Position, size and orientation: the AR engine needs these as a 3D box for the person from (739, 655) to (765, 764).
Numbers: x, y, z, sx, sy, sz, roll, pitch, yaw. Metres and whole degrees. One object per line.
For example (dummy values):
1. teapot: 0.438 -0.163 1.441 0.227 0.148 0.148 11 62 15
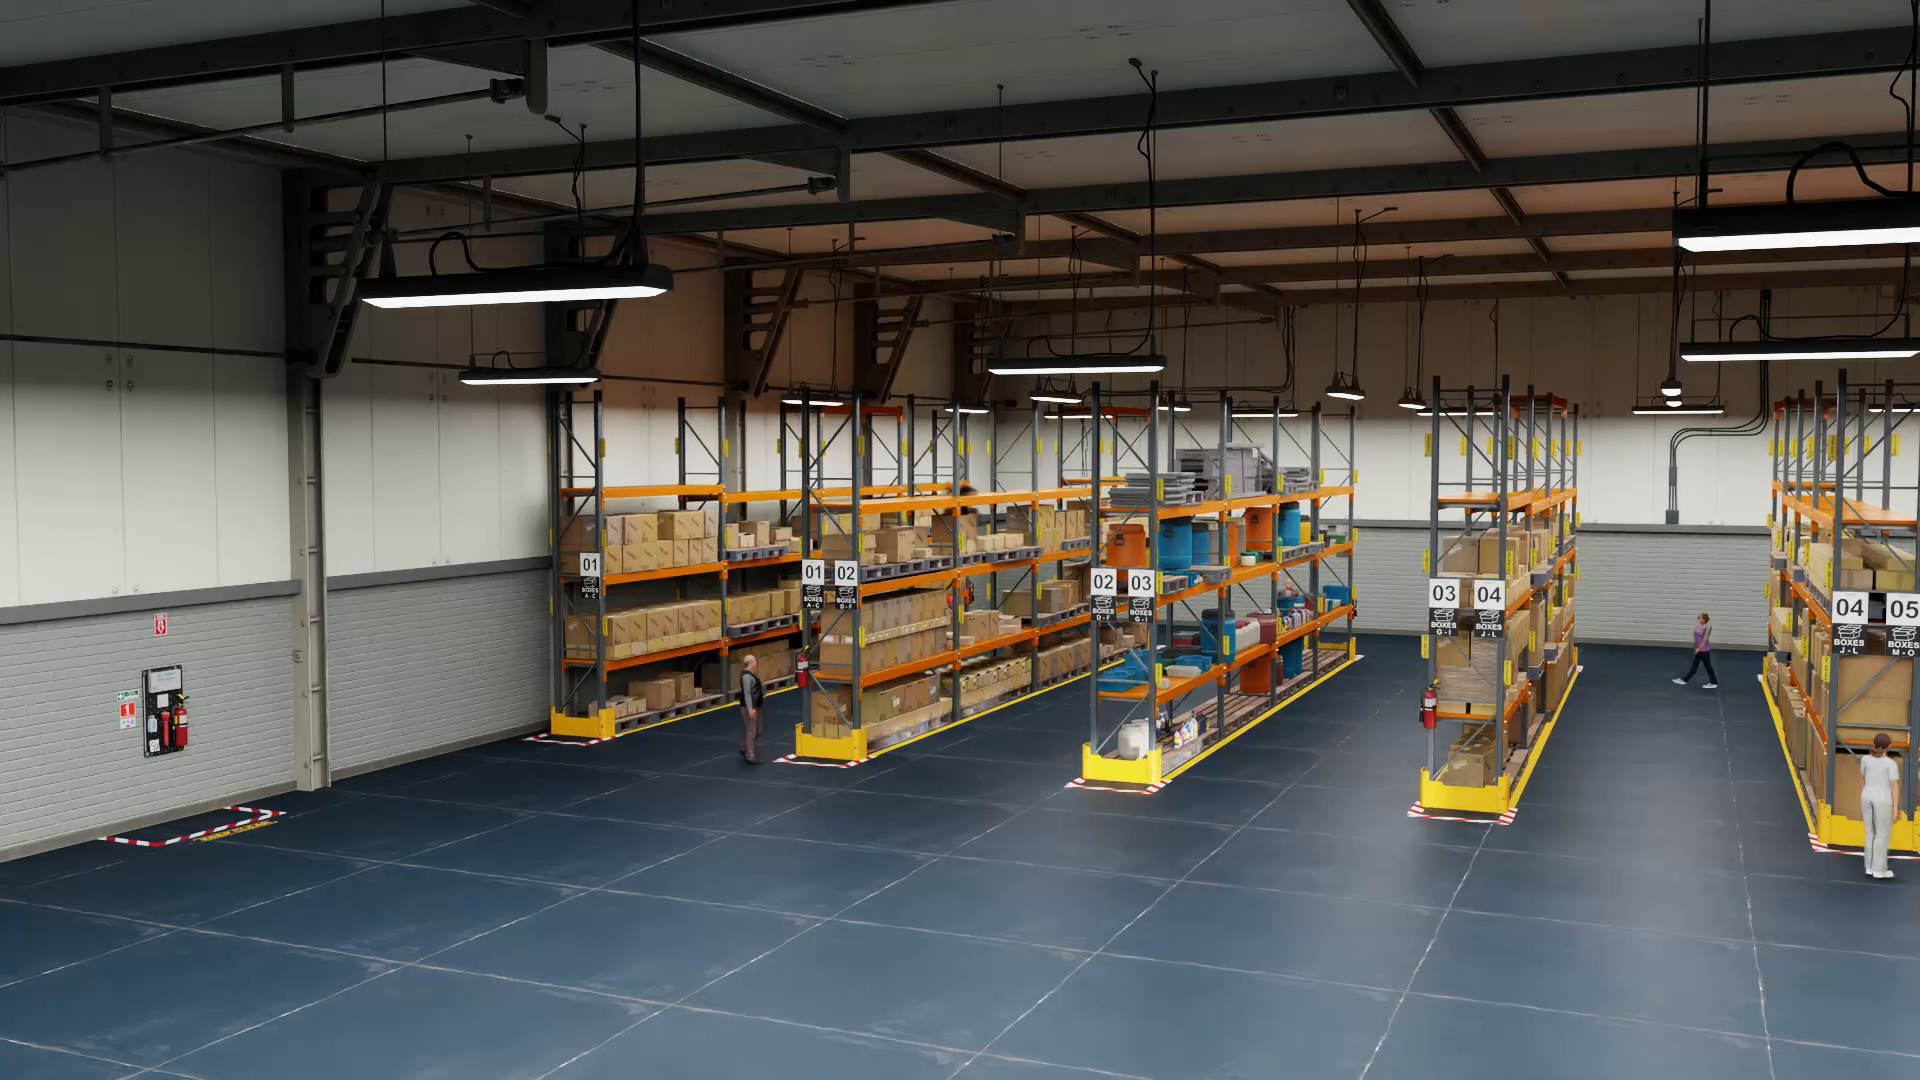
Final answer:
1. person: -3.338 2.688 26.504 0.491 1.736 0.595 0 3 5

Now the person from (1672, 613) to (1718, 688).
1. person: 15.324 2.290 34.597 0.846 1.571 0.466 1 3 11

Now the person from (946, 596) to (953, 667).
1. person: -0.119 2.119 35.973 0.507 1.809 0.571 2 4 35

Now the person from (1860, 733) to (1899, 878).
1. person: 10.734 3.081 19.382 0.385 1.683 0.453 -2 4 -29

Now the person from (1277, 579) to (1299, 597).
1. person: 8.095 1.838 41.123 0.642 1.739 0.998 1 3 16
